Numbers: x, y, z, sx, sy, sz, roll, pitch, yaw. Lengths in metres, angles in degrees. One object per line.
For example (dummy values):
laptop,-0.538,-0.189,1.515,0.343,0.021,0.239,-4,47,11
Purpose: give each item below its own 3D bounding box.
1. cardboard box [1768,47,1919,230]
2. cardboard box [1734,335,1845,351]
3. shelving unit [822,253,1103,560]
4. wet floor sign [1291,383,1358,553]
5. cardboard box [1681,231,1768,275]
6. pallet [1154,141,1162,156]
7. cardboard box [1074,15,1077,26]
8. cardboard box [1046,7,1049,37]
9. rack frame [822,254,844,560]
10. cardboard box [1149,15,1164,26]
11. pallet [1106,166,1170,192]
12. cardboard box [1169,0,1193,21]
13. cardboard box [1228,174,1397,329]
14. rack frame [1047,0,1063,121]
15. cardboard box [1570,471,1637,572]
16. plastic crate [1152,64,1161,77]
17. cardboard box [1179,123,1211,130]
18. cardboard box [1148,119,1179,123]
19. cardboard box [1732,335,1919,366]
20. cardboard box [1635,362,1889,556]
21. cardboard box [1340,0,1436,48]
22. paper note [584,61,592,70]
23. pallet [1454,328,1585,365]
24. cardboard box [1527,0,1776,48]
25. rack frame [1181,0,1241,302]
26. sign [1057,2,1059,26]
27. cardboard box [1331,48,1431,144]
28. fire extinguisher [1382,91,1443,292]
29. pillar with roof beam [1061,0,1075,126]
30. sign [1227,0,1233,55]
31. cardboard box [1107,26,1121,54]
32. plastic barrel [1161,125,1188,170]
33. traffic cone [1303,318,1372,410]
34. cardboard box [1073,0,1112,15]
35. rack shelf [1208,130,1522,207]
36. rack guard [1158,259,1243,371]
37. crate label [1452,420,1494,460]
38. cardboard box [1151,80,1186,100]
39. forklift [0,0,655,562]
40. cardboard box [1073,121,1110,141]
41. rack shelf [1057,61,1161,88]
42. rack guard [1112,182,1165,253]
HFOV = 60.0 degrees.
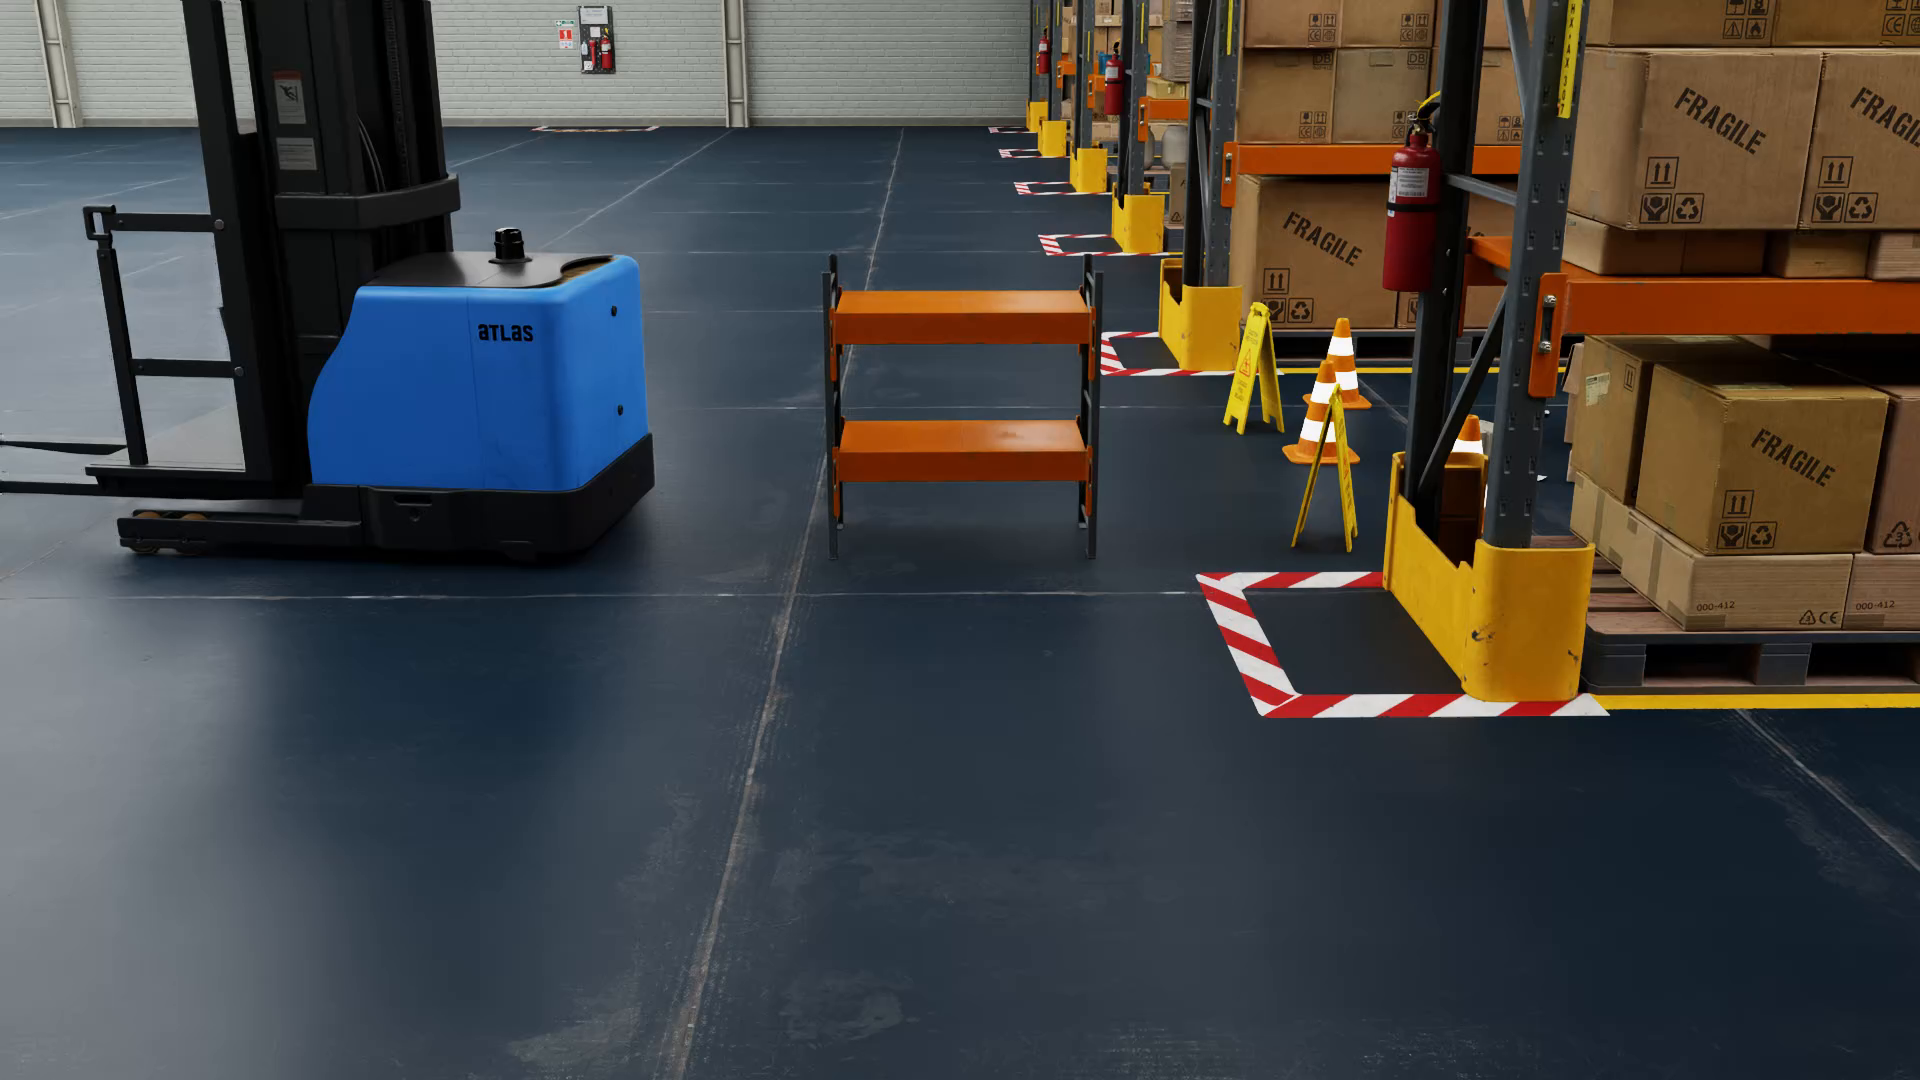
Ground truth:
cardboard box,2.686,-1.211,4.981,0.500,0.500,0.500,0,18,1
cardboard box,2.853,-0.763,5.759,0.250,0.149,0.380,0,18,1
shelving unit,0.007,-0.536,6.596,1.048,1.125,0.538,0,18,-1
wet floor sign,1.483,-0.305,6.663,0.232,0.644,0.267,6,19,18
cardboard box,2.285,-0.925,5.151,0.250,0.149,0.380,0,18,0
pallet,3.362,-5.846,24.647,1.213,0.211,1.003,0,18,-1
cardboard box,1.777,-7.445,23.841,0.250,0.149,0.380,0,18,-1
cardboard box,1.767,-9.028,28.985,0.500,0.500,0.500,0,18,-1
rack frame,-0.502,-0.533,6.588,0.032,1.125,0.500,0,18,-1
cardboard box,2.809,-7.451,23.858,0.250,0.149,0.380,-1,18,-3
pallet,2.343,-4.329,19.917,1.213,0.211,1.003,0,18,-1
cardboard box,2.088,-4.712,14.258,0.500,0.500,0.500,0,18,-1
cardboard box,2.188,-1.823,10.332,0.875,0.875,0.875,0,18,-1
rack frame,1.381,-7.153,24.154,0.127,3.000,1.000,0,18,-1
cardboard box,2.518,-0.077,5.912,0.500,0.250,0.500,0,18,-1
plastic crate,2.355,-5.420,19.186,0.250,0.136,0.298,0,18,-1
cardboard box,3.421,-5.985,24.327,0.500,0.250,0.500,0,18,-1
cardboard box,2.920,-6.344,24.221,0.500,0.500,0.500,0,18,-1
cardboard box,3.009,-0.435,5.800,0.500,0.500,0.500,0,18,1
cardboard box,2.525,-0.268,5.279,0.500,0.500,0.500,-1,18,-3
cardboard box,2.431,-3.218,9.876,0.550,0.550,0.875,0,18,-1
paper note,-6.663,-8.505,29.811,0.142,0.148,0.016,0,18,-1
pallet,3.526,-1.317,10.527,1.213,0.211,1.003,0,18,-1
cardboard box,2.198,-1.835,5.290,0.500,0.500,0.700,-1,18,-2
rack frame,1.511,-2.612,9.999,0.127,3.000,1.000,0,18,-1
sign,1.384,-7.433,23.482,0.005,0.325,0.100,0,18,-1
cardboard box,2.431,-2.708,10.054,0.550,0.550,0.875,0,18,-1
fire extinguisher,1.568,-1.204,5.736,0.183,0.674,0.296,0,18,-1
pillar with roof beam,2.053,-10.475,24.690,0.400,9.000,9.100,0,18,-1
sign,1.514,-2.892,9.326,0.005,0.325,0.100,0,18,-1
cardboard box,2.373,-7.203,24.146,0.500,0.500,0.700,0,18,1
plastic barrel,2.614,-4.684,19.844,0.421,0.512,0.421,0,18,0
traffic cone,2.064,-0.973,9.042,0.334,0.463,0.336,0,18,-1
cardboard box,1.901,-7.817,23.937,0.500,0.500,0.700,0,18,-1
rack shelf,3.511,-2.279,10.139,4.000,0.370,1.077,0,18,-1
rack guard,1.487,-1.421,10.380,0.348,0.500,1.175,0,18,-1
crate label,2.527,-0.494,8.082,0.298,0.136,0.250,-10,20,-29
cardboard box,1.823,-3.936,14.538,0.250,0.149,0.380,0,18,-1
forklift,-2.890,-1.489,6.610,3.031,2.935,1.130,2,18,7
cardboard box,1.921,-5.978,24.306,0.500,0.250,0.500,0,18,-1
rack shelf,3.381,-6.820,24.294,4.000,0.370,1.077,0,18,-1
rack guard,1.610,-2.937,15.106,0.348,0.500,1.175,0,18,-1
